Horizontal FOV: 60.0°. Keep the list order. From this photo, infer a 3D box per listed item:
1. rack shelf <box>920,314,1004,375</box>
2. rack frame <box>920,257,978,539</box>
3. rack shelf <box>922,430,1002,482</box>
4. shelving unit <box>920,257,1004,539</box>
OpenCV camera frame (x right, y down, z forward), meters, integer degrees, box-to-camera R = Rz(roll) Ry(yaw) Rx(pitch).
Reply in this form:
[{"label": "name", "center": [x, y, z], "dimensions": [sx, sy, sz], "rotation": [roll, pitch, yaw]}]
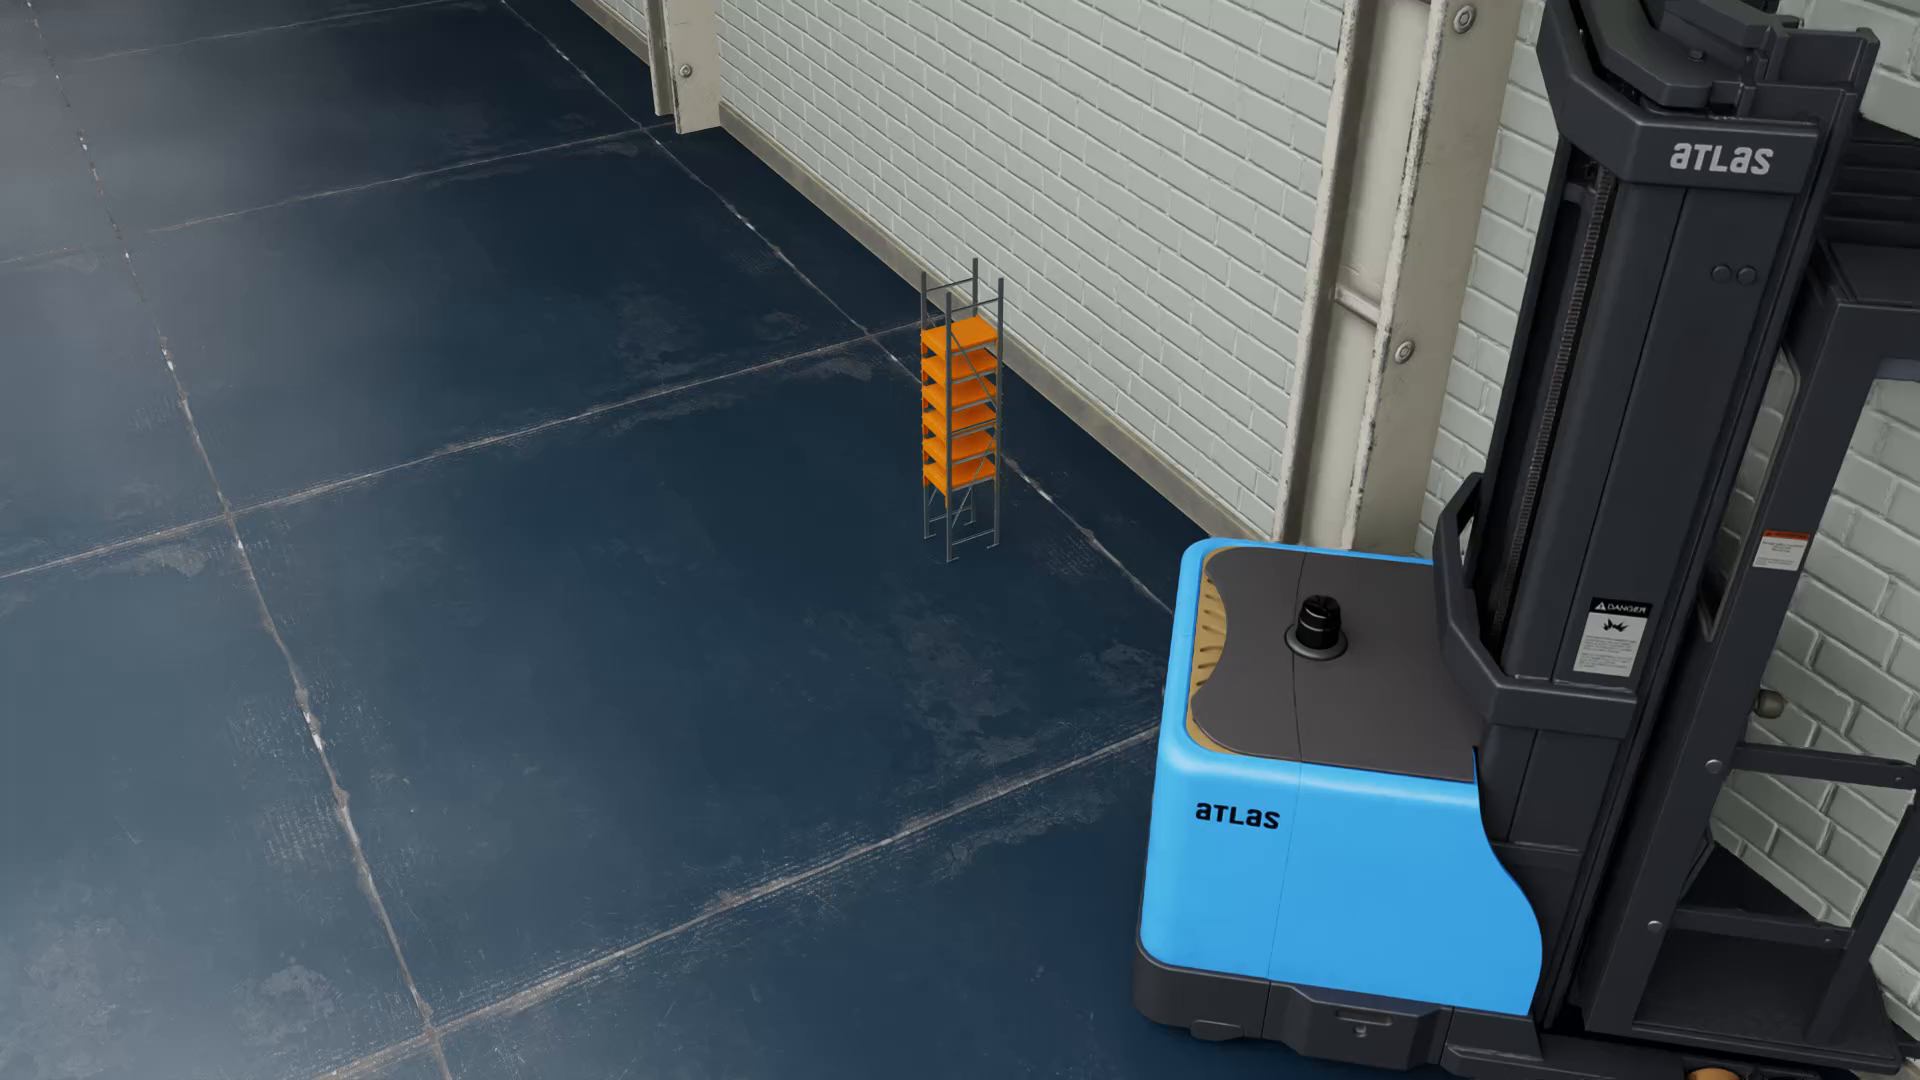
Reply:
[{"label": "rack shelf", "center": [0.007, -0.732, 6.200], "dimensions": [0.258, 0.103, 0.180], "rotation": [-19, 40, -24]}, {"label": "rack frame", "center": [-0.039, -0.524, 6.450], "dimensions": [0.240, 1.200, 0.006], "rotation": [-19, 40, -24]}, {"label": "rack shelf", "center": [0.007, -0.344, 6.483], "dimensions": [0.258, 0.103, 0.180], "rotation": [-19, 40, -24]}, {"label": "shelving unit", "center": [-7.825, -5.445, 12.679], "dimensions": [5.752, 1.800, 21.905], "rotation": [-19, 40, -24]}]
